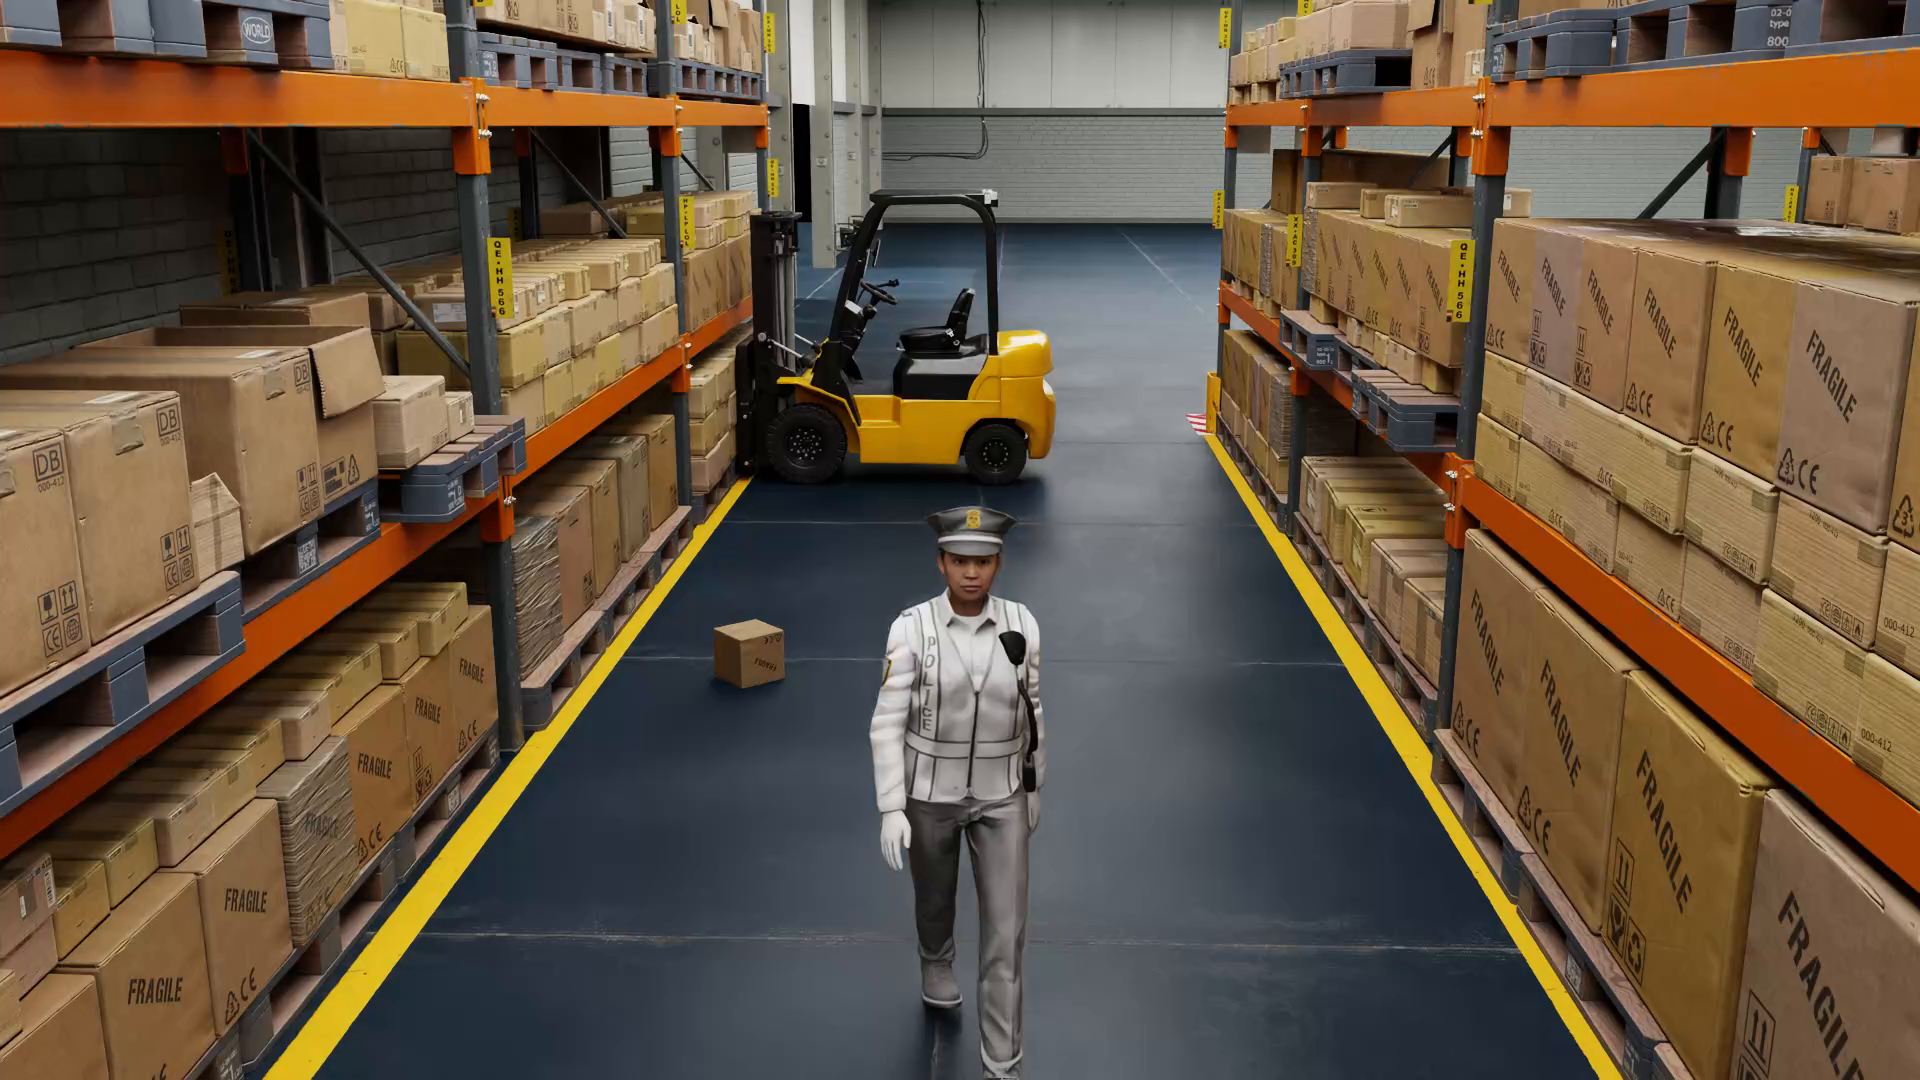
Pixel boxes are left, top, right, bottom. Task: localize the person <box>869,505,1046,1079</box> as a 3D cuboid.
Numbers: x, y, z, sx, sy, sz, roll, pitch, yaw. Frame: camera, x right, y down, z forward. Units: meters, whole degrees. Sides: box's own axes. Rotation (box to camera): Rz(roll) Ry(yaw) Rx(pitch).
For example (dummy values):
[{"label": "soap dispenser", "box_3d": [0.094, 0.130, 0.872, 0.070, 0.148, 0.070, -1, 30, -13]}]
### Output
[{"label": "person", "box_3d": [0.010, 0.702, 4.599, 0.514, 1.629, 0.994, -2, 14, -6]}]
